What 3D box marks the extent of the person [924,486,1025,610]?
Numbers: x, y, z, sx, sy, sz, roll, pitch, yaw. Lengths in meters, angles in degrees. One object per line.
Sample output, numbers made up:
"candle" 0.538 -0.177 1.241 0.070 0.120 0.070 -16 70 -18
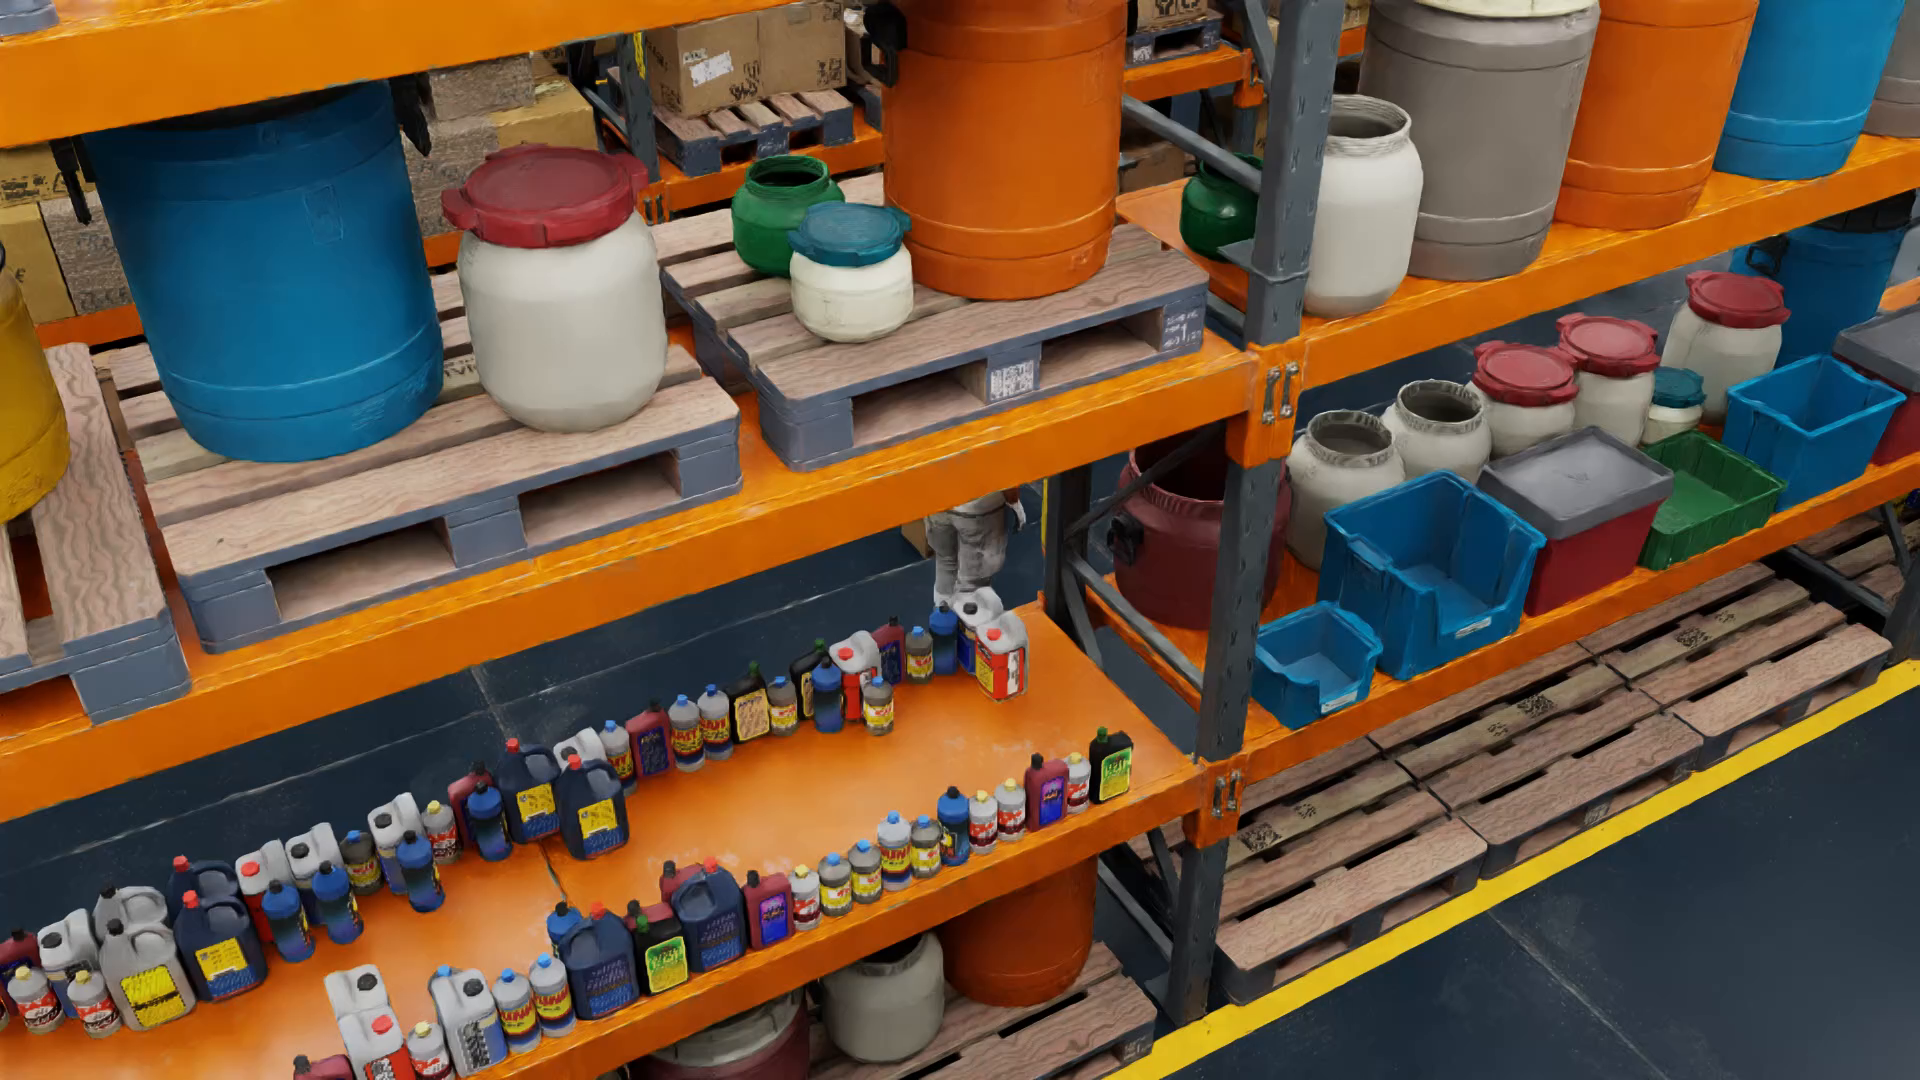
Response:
"person" 0.027 -0.194 7.163 0.549 1.791 0.538 20 41 25
